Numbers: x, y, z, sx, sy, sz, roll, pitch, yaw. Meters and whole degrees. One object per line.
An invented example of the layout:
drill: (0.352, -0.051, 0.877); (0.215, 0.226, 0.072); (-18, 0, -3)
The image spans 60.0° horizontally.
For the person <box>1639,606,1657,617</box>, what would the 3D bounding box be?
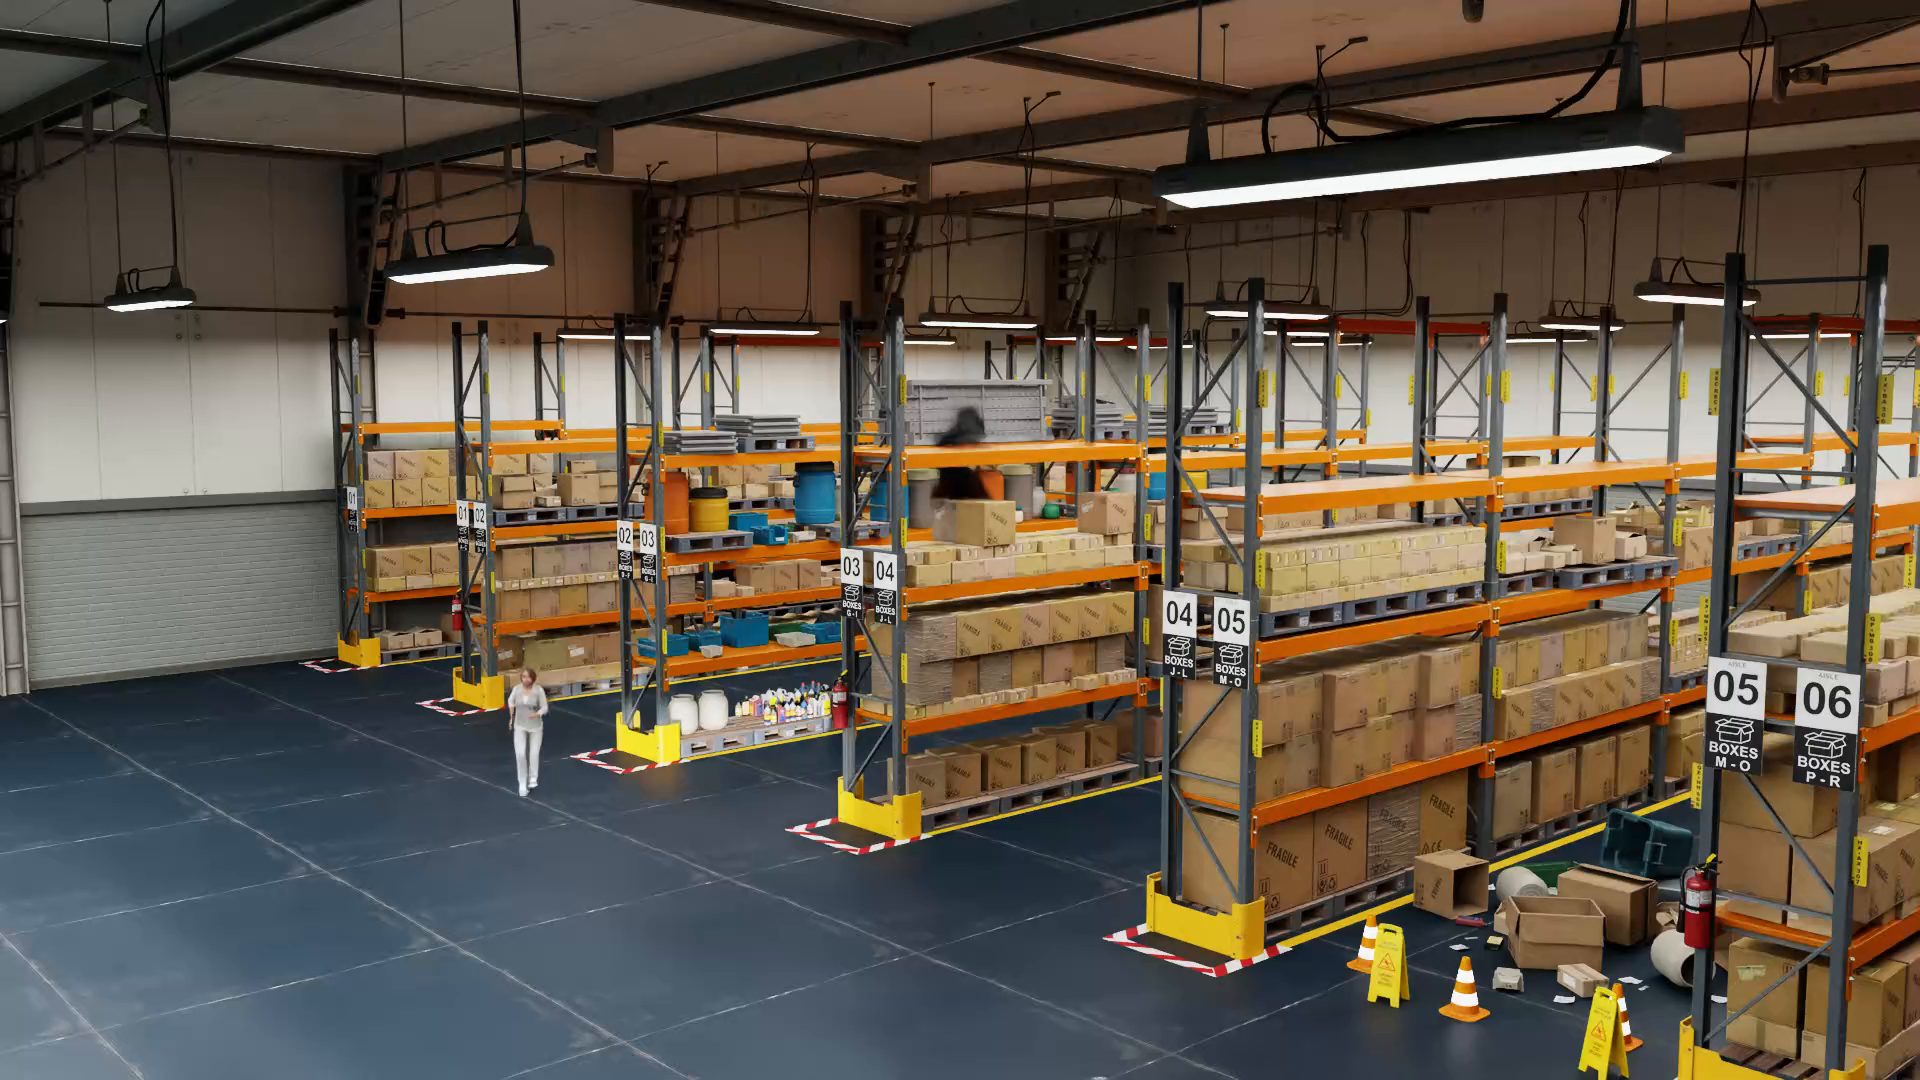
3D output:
person: (10.123, 1.878, 24.459); (0.746, 1.832, 0.616); (-5, 7, -40)

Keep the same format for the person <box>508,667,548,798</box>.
person: (-5.312, 2.351, 20.469); (0.494, 1.610, 0.753); (-1, 6, -10)
